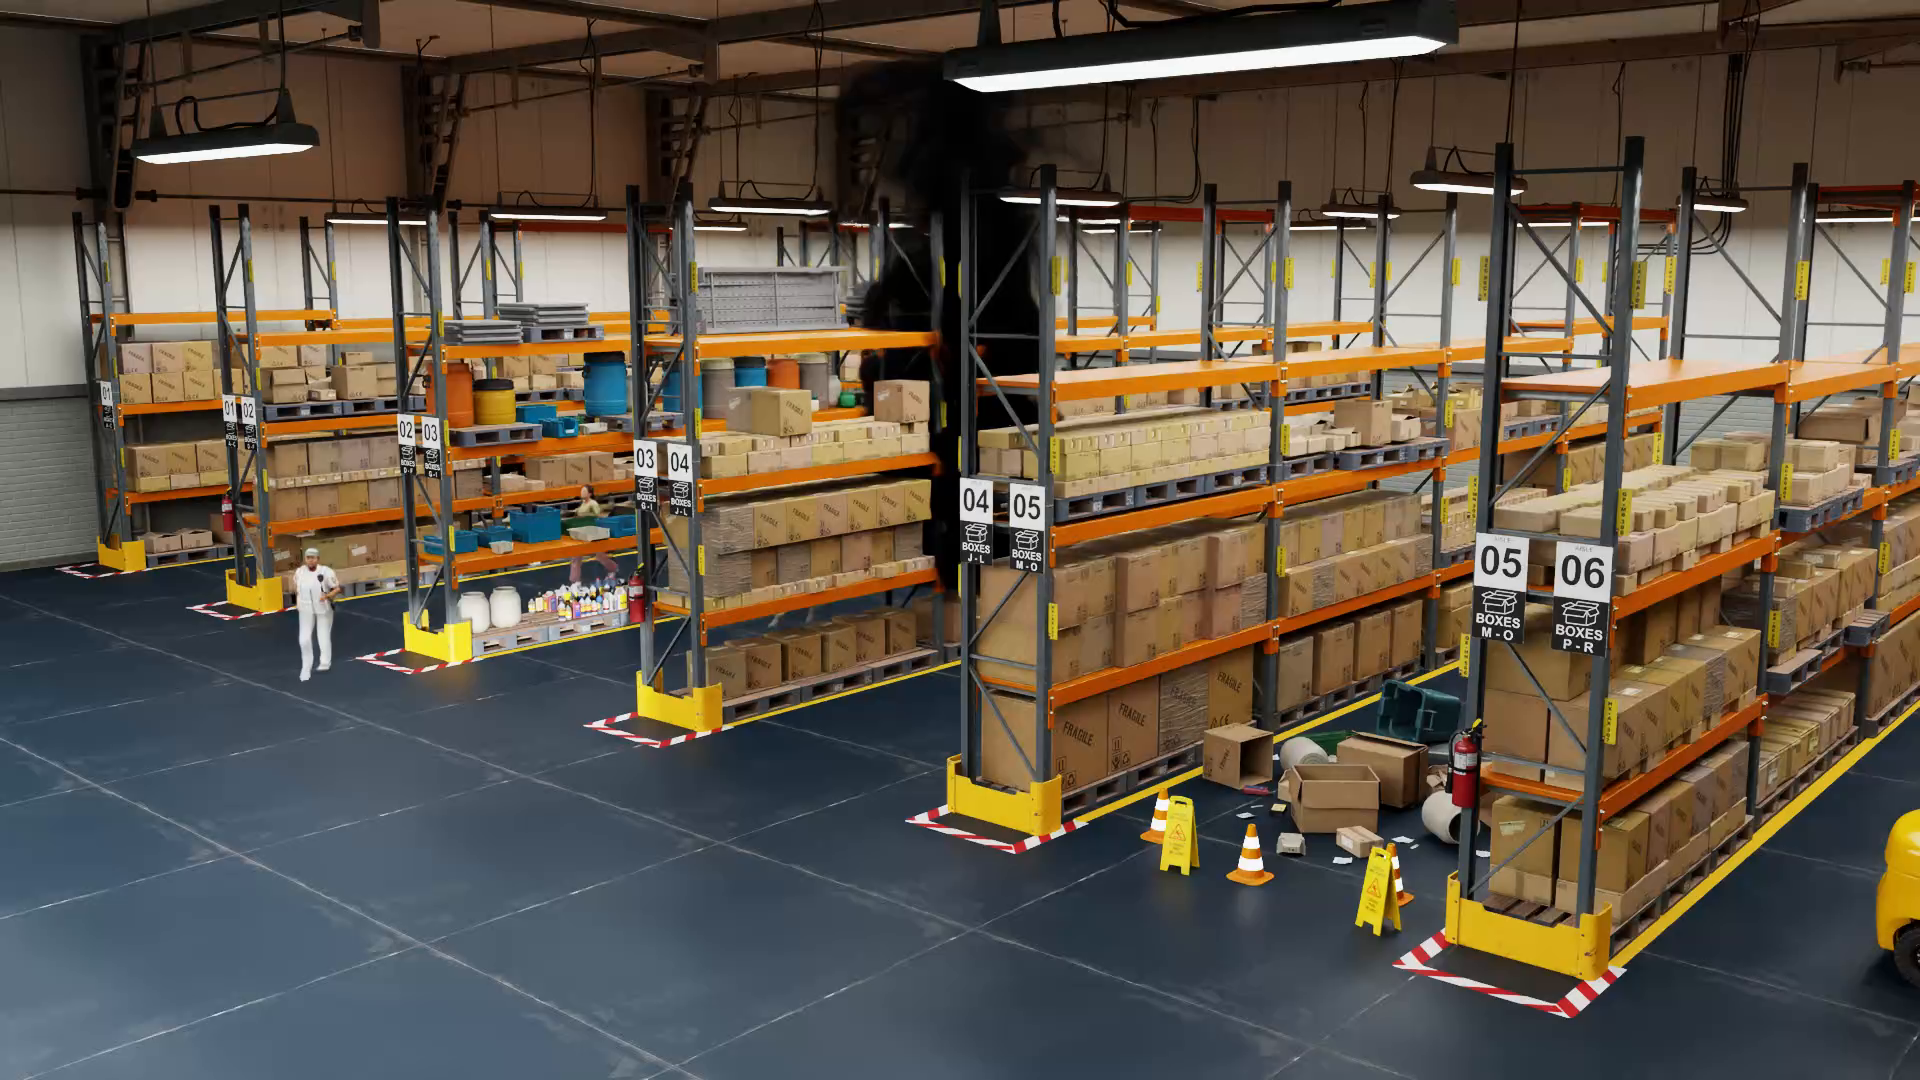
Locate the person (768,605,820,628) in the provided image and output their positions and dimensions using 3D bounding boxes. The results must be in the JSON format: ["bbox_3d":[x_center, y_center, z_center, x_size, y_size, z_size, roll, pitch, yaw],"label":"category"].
[{"bbox_3d":[-2.257,0.285,22.391,0.698,1.802,0.920,6,11,32],"label":"person"}]

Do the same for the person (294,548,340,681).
[{"bbox_3d":[-8.062,0.914,20.869,0.580,1.677,0.753,-2,10,-12],"label":"person"}]

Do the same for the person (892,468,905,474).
[{"bbox_3d":[-1.179,-1.087,32.686,0.624,1.664,0.874,6,11,31],"label":"person"}]

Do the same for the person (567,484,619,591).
[{"bbox_3d":[-5.861,-0.049,26.613,0.545,1.714,0.990,7,12,37],"label":"person"}]
